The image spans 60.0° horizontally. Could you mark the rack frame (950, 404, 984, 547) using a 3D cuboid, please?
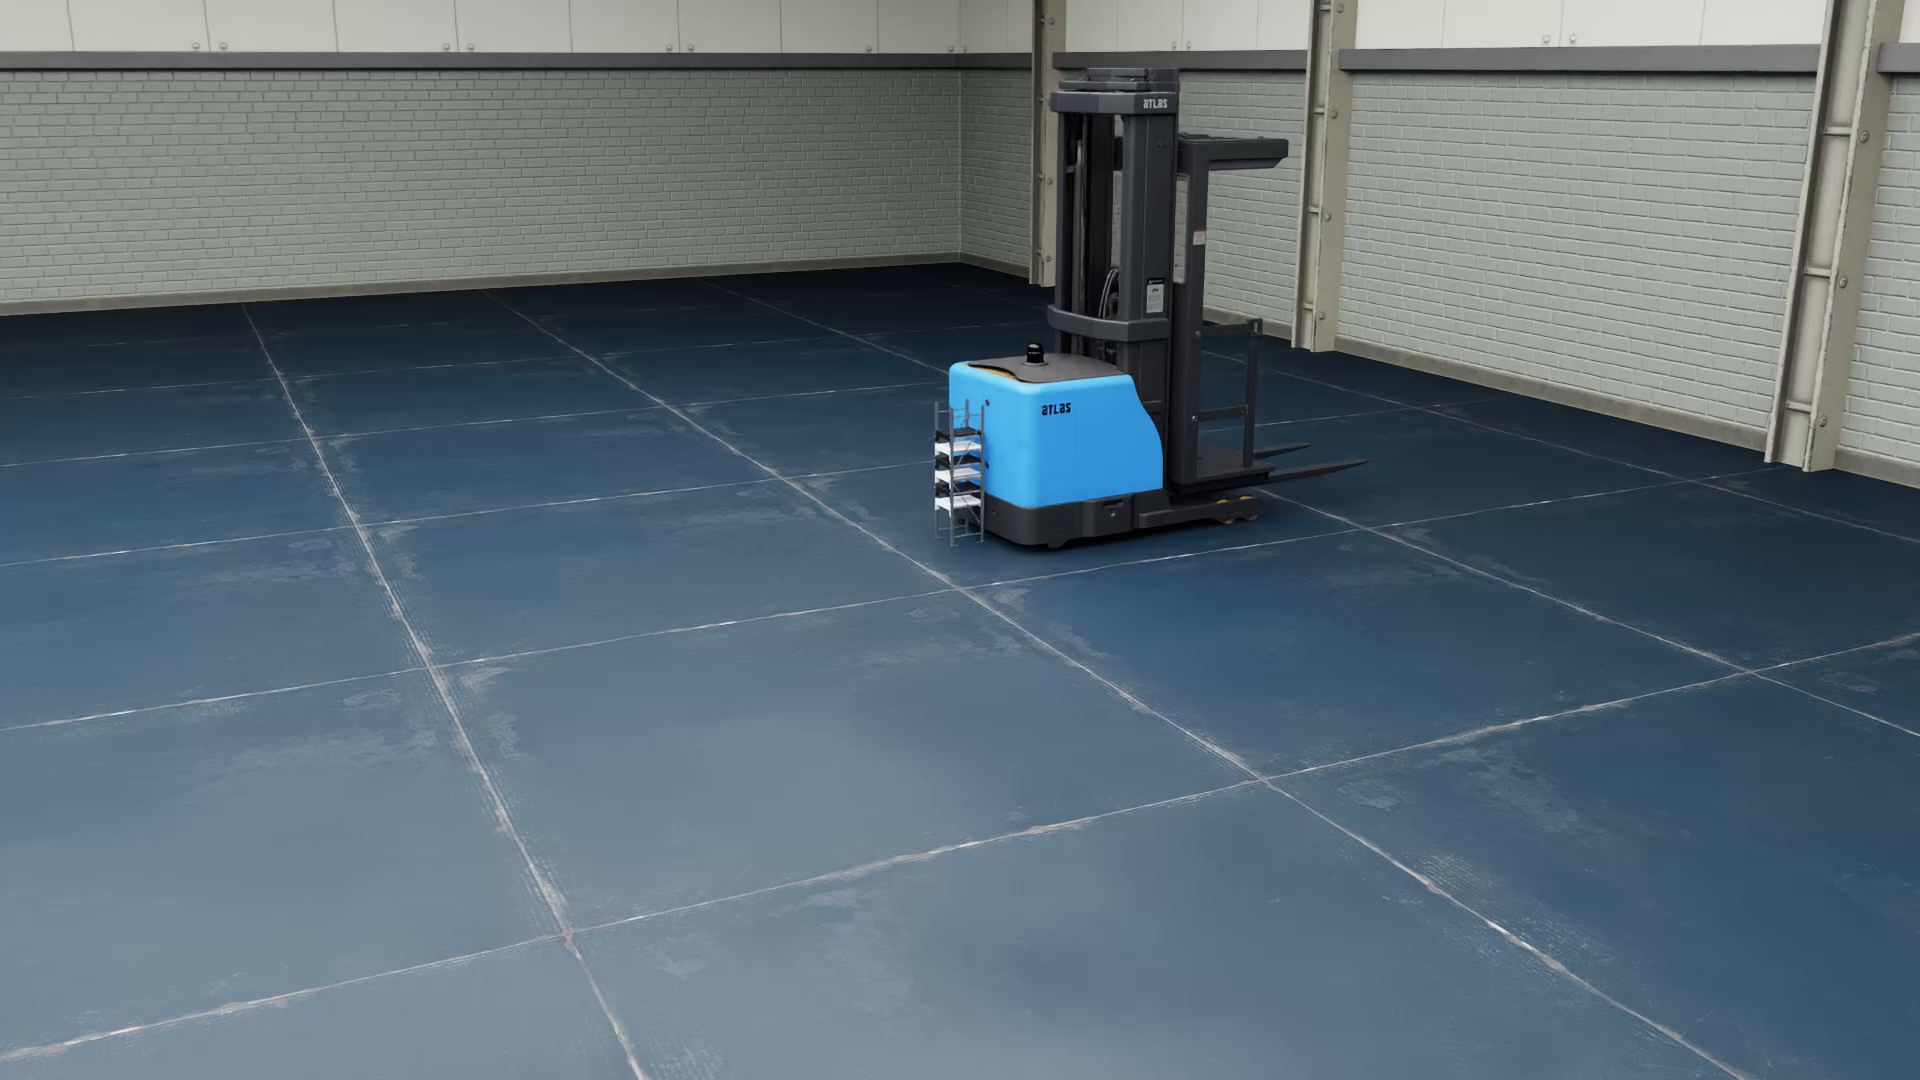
[{"bbox_3d":[0.046,-0.405,10.529,0.240,0.900,0.006,-8,18,-27],"label":"rack frame"}]

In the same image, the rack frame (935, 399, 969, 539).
[{"bbox_3d":[-0.051,-0.454,10.701,0.240,0.900,0.006,-8,18,-27],"label":"rack frame"}]

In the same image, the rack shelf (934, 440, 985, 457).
[{"bbox_3d":[-0.003,-0.570,10.574,0.258,0.077,0.200,-8,18,-27],"label":"rack shelf"}]

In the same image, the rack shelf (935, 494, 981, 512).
[{"bbox_3d":[-0.003,-0.224,10.674,0.258,0.077,0.200,-8,18,-27],"label":"rack shelf"}]

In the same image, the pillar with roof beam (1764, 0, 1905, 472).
[{"bbox_3d":[2.577,-4.385,9.717,9.100,9.000,0.400,-8,18,-25],"label":"pillar with roof beam"}]

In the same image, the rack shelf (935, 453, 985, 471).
[{"bbox_3d":[-0.003,-0.484,10.599,0.258,0.077,0.200,-8,18,-27],"label":"rack shelf"}]

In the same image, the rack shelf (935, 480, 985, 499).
[{"bbox_3d":[-0.003,-0.311,10.649,0.258,0.077,0.200,-8,18,-27],"label":"rack shelf"}]

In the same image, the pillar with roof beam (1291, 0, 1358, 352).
[{"bbox_3d":[-0.052,-5.873,14.902,9.100,9.000,0.400,-8,18,-25],"label":"pillar with roof beam"}]

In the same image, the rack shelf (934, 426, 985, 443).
[{"bbox_3d":[-0.003,-0.657,10.550,0.258,0.077,0.200,-8,18,-27],"label":"rack shelf"}]

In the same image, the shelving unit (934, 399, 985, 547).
[{"bbox_3d":[-0.003,-0.429,10.615,0.258,0.900,0.210,-8,18,-27],"label":"shelving unit"}]

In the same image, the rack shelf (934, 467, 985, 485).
[{"bbox_3d":[-0.003,-0.397,10.624,0.258,0.077,0.200,-8,18,-27],"label":"rack shelf"}]

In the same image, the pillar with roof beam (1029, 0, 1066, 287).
[{"bbox_3d":[-2.680,-7.361,20.086,9.100,9.000,0.400,-8,18,-25],"label":"pillar with roof beam"}]

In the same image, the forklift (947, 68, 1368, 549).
[{"bbox_3d":[1.449,-1.630,11.116,3.031,2.935,1.130,-9,18,-29],"label":"forklift"}]
